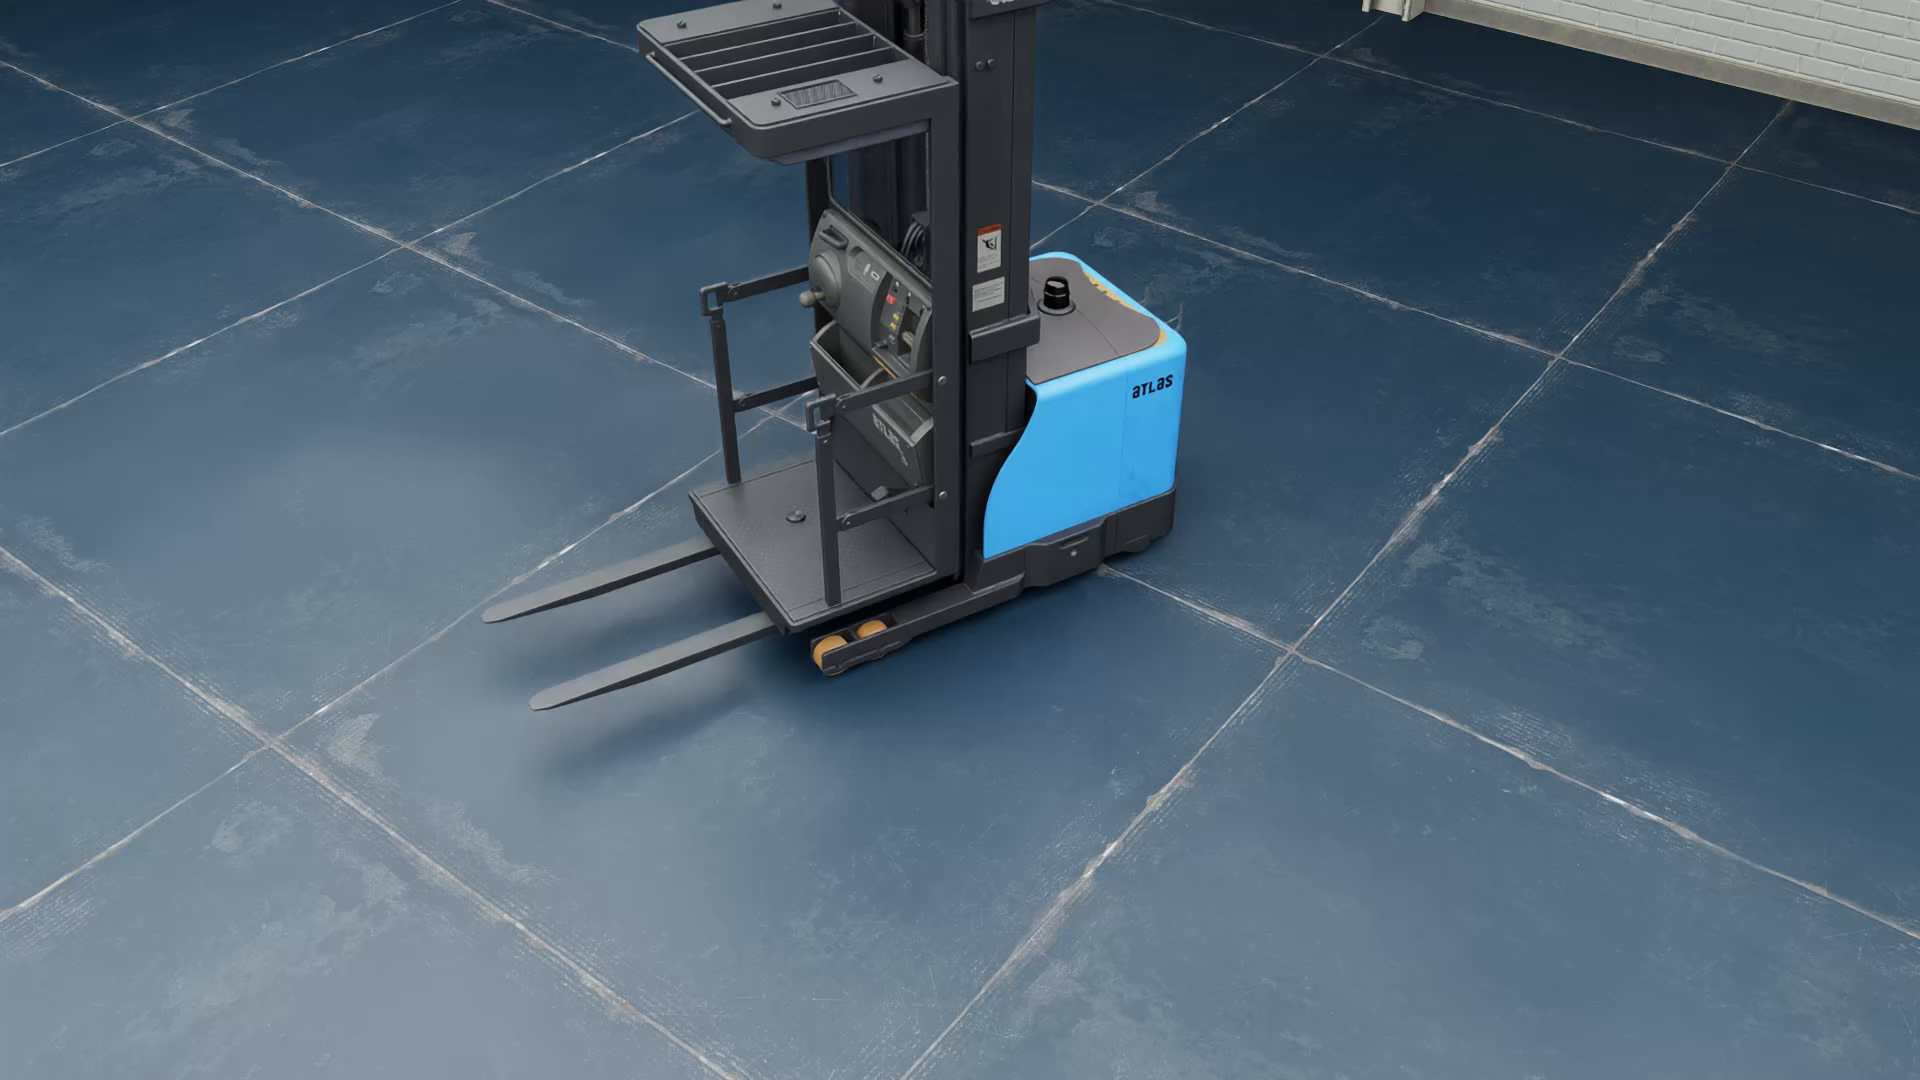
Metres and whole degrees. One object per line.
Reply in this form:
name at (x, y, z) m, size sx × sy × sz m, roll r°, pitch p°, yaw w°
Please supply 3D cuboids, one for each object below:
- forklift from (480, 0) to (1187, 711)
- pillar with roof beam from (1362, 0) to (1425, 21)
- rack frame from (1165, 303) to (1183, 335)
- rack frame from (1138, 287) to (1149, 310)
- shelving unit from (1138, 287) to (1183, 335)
forklift at (-0.543, -0.958, 6.596) m, size 3.031 × 2.935 × 1.130 m, roll -20°, pitch 42°, yaw -23°
pillar with roof beam at (0.790, -5.600, 7.603) m, size 0.400 × 9.000 × 9.100 m, roll 25°, pitch 45°, yaw 29°
rack frame at (0.945, -0.691, 7.901) m, size 0.006 × 0.900 × 0.240 m, roll 30°, pitch 47°, yaw 33°
rack frame at (0.798, -0.777, 8.011) m, size 0.006 × 0.900 × 0.240 m, roll 30°, pitch 47°, yaw 33°
shelving unit at (0.872, -0.734, 7.956) m, size 0.210 × 0.900 × 0.258 m, roll 30°, pitch 47°, yaw 33°
